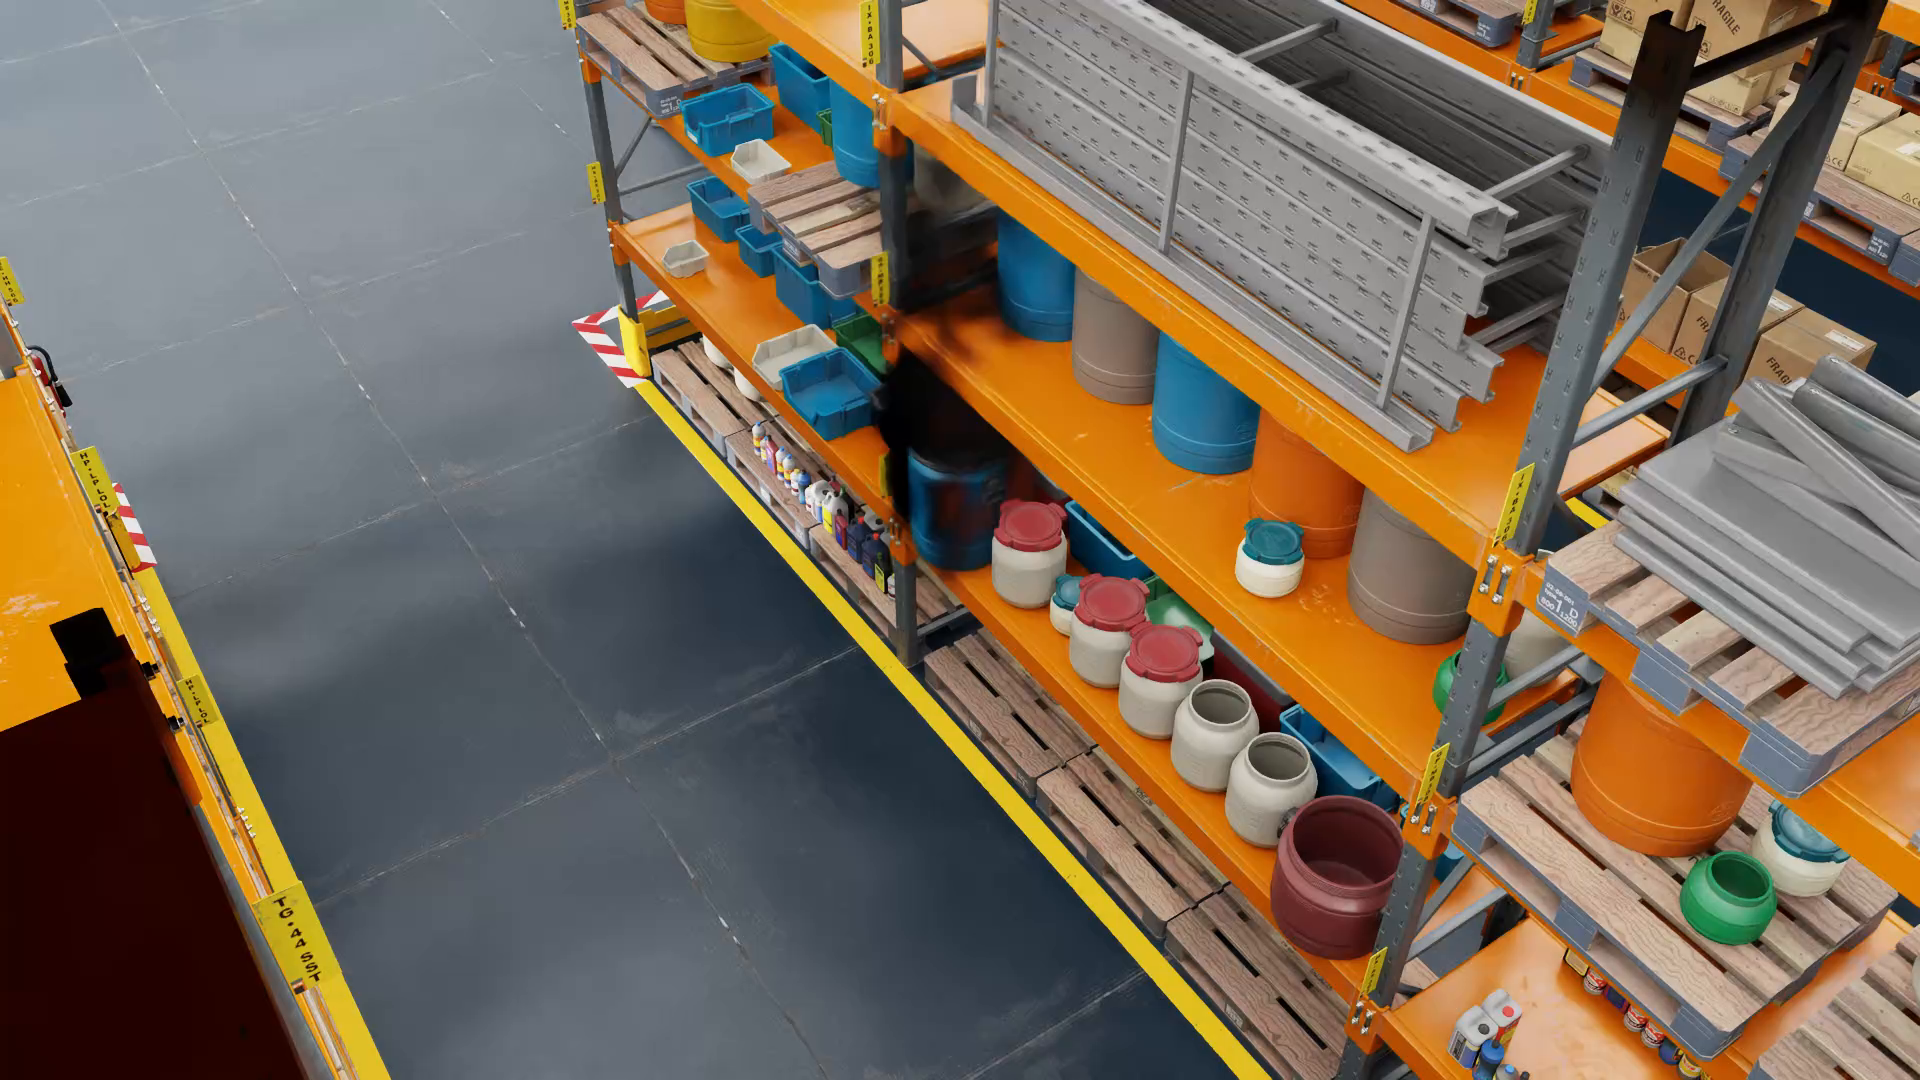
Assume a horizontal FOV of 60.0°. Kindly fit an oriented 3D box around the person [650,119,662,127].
[{"bbox_3d":[-2.630,-4.656,15.536,0.771,1.737,0.695,-2,43,-2],"label":"person"}]
